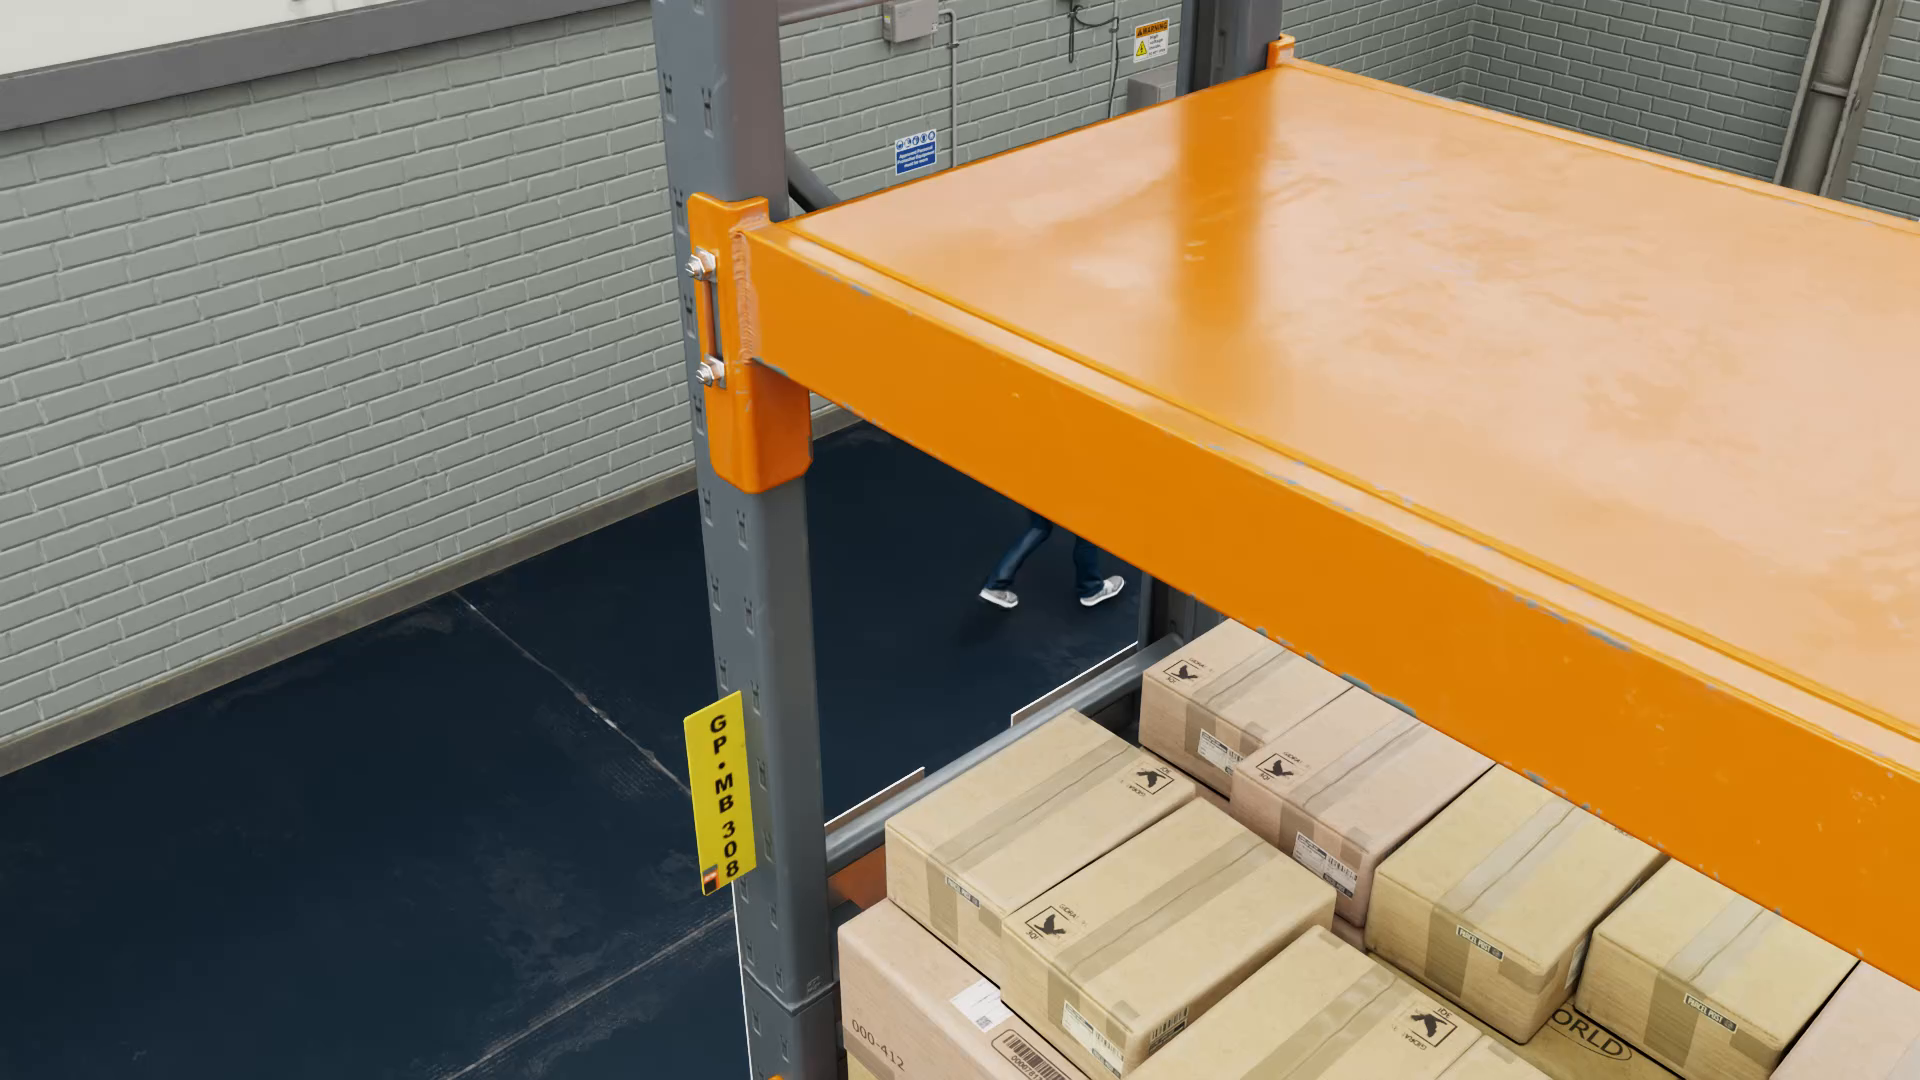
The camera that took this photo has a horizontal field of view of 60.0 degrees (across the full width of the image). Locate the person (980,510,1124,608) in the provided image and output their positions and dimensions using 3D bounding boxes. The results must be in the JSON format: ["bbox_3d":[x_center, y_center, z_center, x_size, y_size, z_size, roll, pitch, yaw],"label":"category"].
[{"bbox_3d":[0.493,-0.295,8.358,0.824,1.564,0.453,-23,39,-32],"label":"person"}]
